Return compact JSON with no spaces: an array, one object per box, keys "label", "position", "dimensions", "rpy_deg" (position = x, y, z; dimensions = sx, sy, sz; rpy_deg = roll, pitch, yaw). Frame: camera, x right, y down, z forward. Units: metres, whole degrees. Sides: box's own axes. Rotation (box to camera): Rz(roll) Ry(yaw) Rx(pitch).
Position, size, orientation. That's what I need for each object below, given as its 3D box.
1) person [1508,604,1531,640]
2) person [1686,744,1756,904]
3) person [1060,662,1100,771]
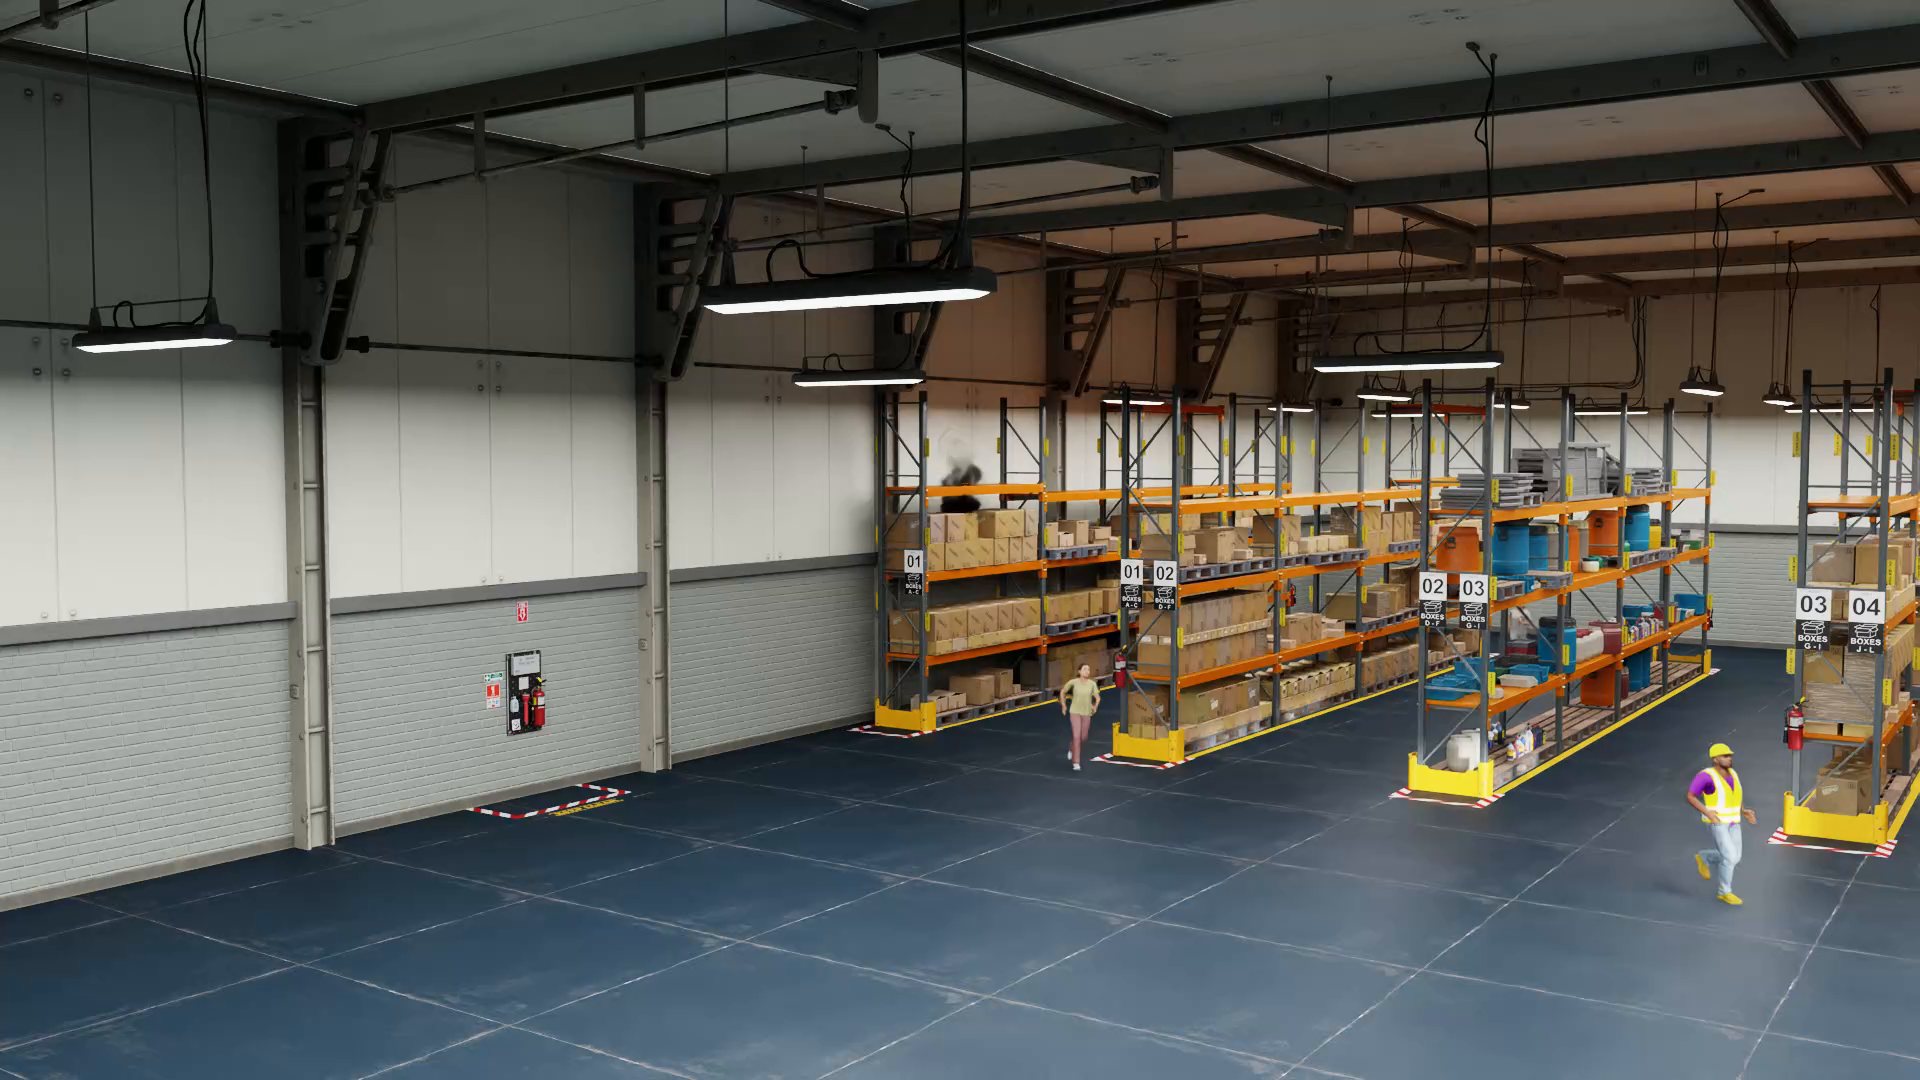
[{"label":"person","position":[12.390,2.118,36.900],"dimensions":[0.539,1.724,0.763],"rpy_deg":[1,3,24]},{"label":"person","position":[8.418,3.122,18.459],"dimensions":[0.701,1.735,0.664],"rpy_deg":[-1,3,-24]},{"label":"person","position":[1.902,2.748,26.101],"dimensions":[0.626,1.648,0.704],"rpy_deg":[0,3,-8]}]
